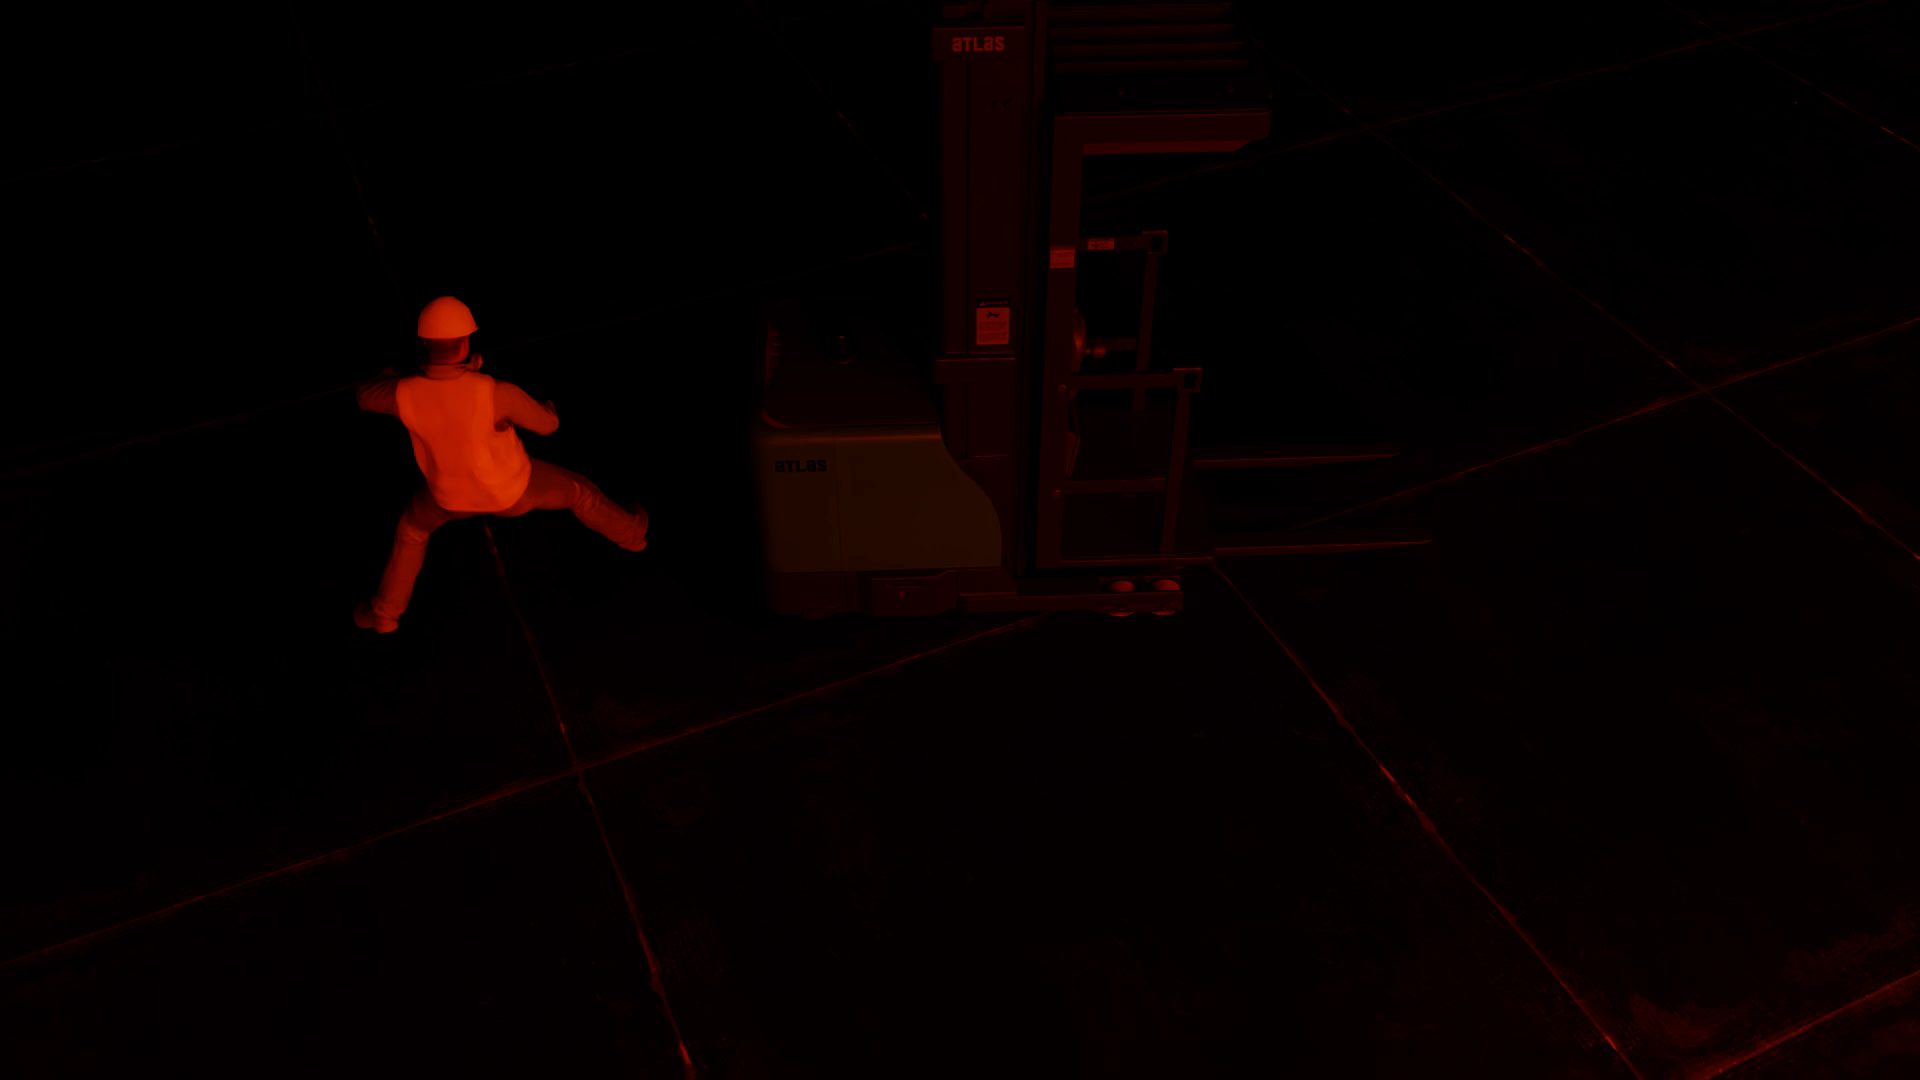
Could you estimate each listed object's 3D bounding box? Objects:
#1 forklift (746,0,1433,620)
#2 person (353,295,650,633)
[{"bbox_3d":[0.610,-1.090,6.848,3.031,2.935,1.130,-2,43,-2],"label":"forklift"},{"bbox_3d":[-2.086,-0.412,7.117,1.225,1.570,0.929,2,43,2],"label":"person"}]
